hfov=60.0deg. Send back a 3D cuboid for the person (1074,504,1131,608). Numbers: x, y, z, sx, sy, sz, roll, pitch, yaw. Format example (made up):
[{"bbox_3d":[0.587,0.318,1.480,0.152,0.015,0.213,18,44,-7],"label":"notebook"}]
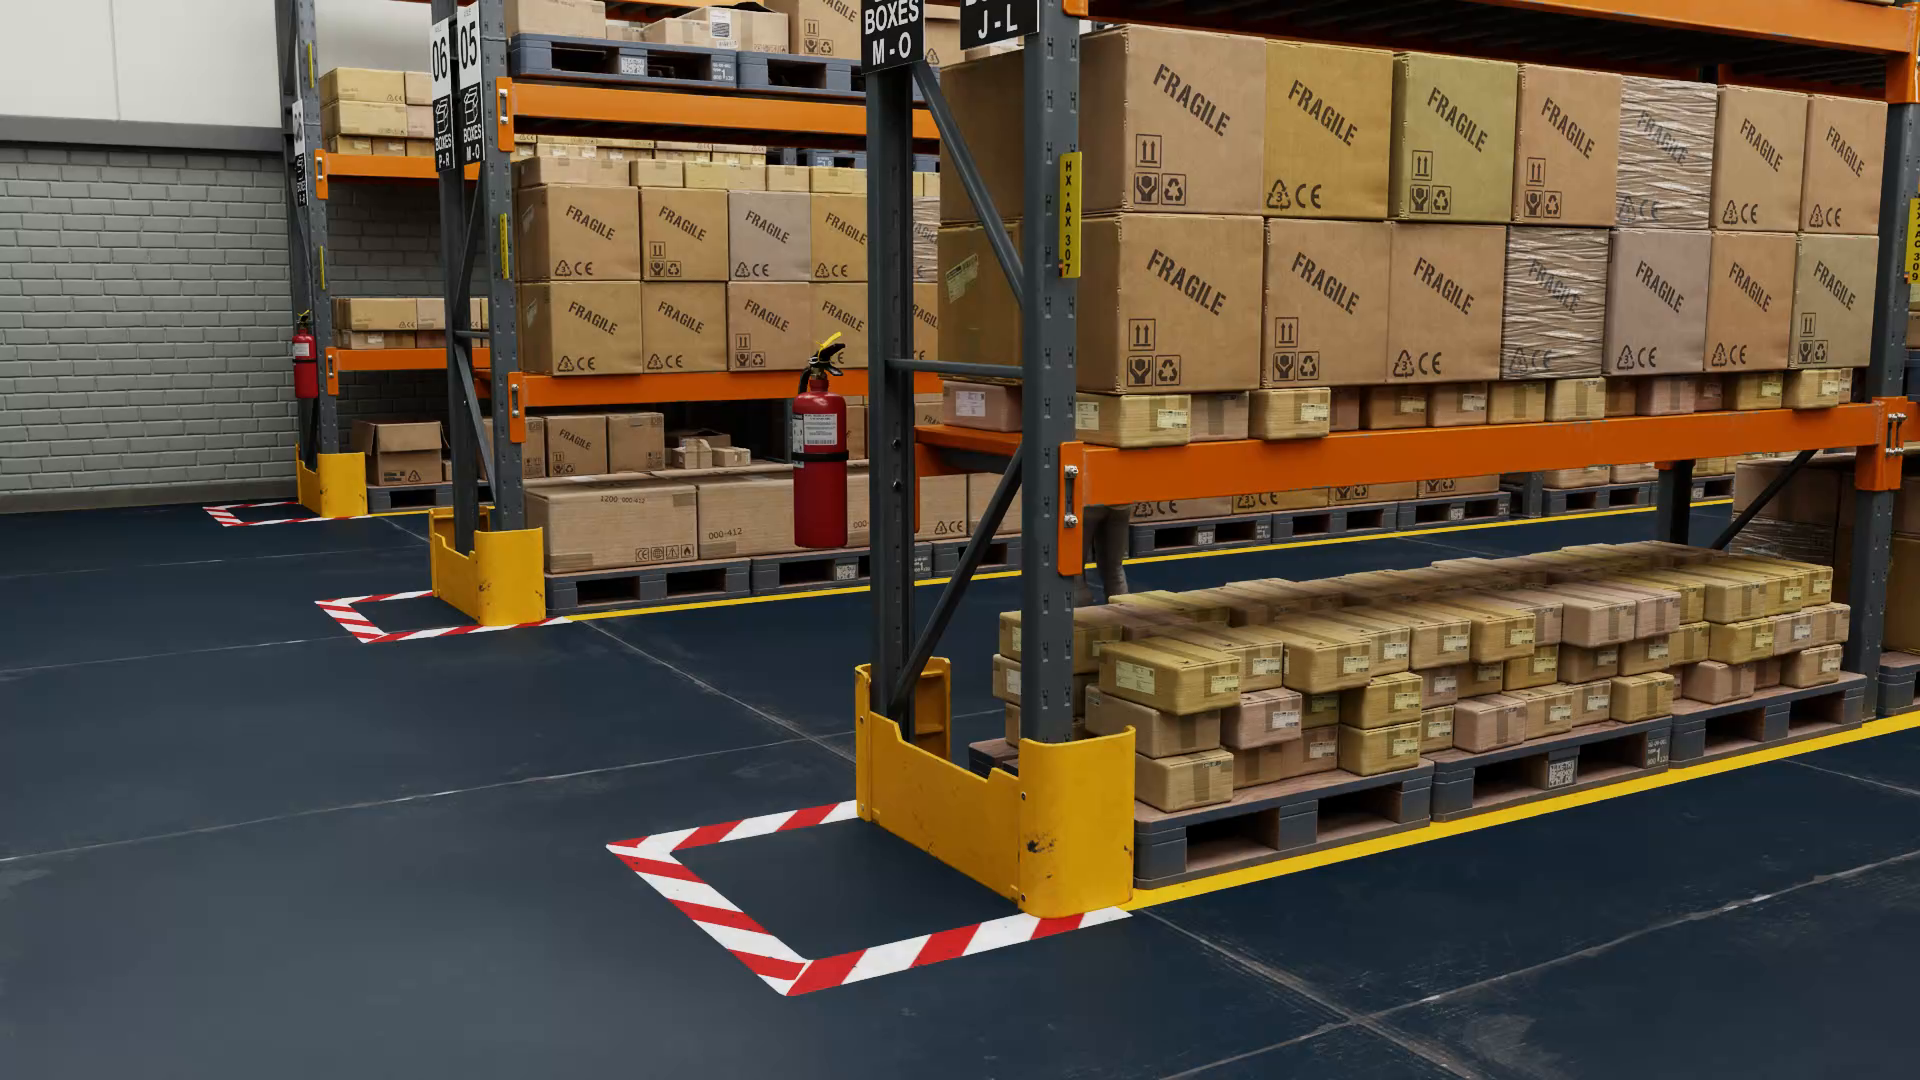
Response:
[{"bbox_3d":[0.600,-0.181,7.605,0.482,1.592,0.378,-6,10,-34],"label":"person"}]
